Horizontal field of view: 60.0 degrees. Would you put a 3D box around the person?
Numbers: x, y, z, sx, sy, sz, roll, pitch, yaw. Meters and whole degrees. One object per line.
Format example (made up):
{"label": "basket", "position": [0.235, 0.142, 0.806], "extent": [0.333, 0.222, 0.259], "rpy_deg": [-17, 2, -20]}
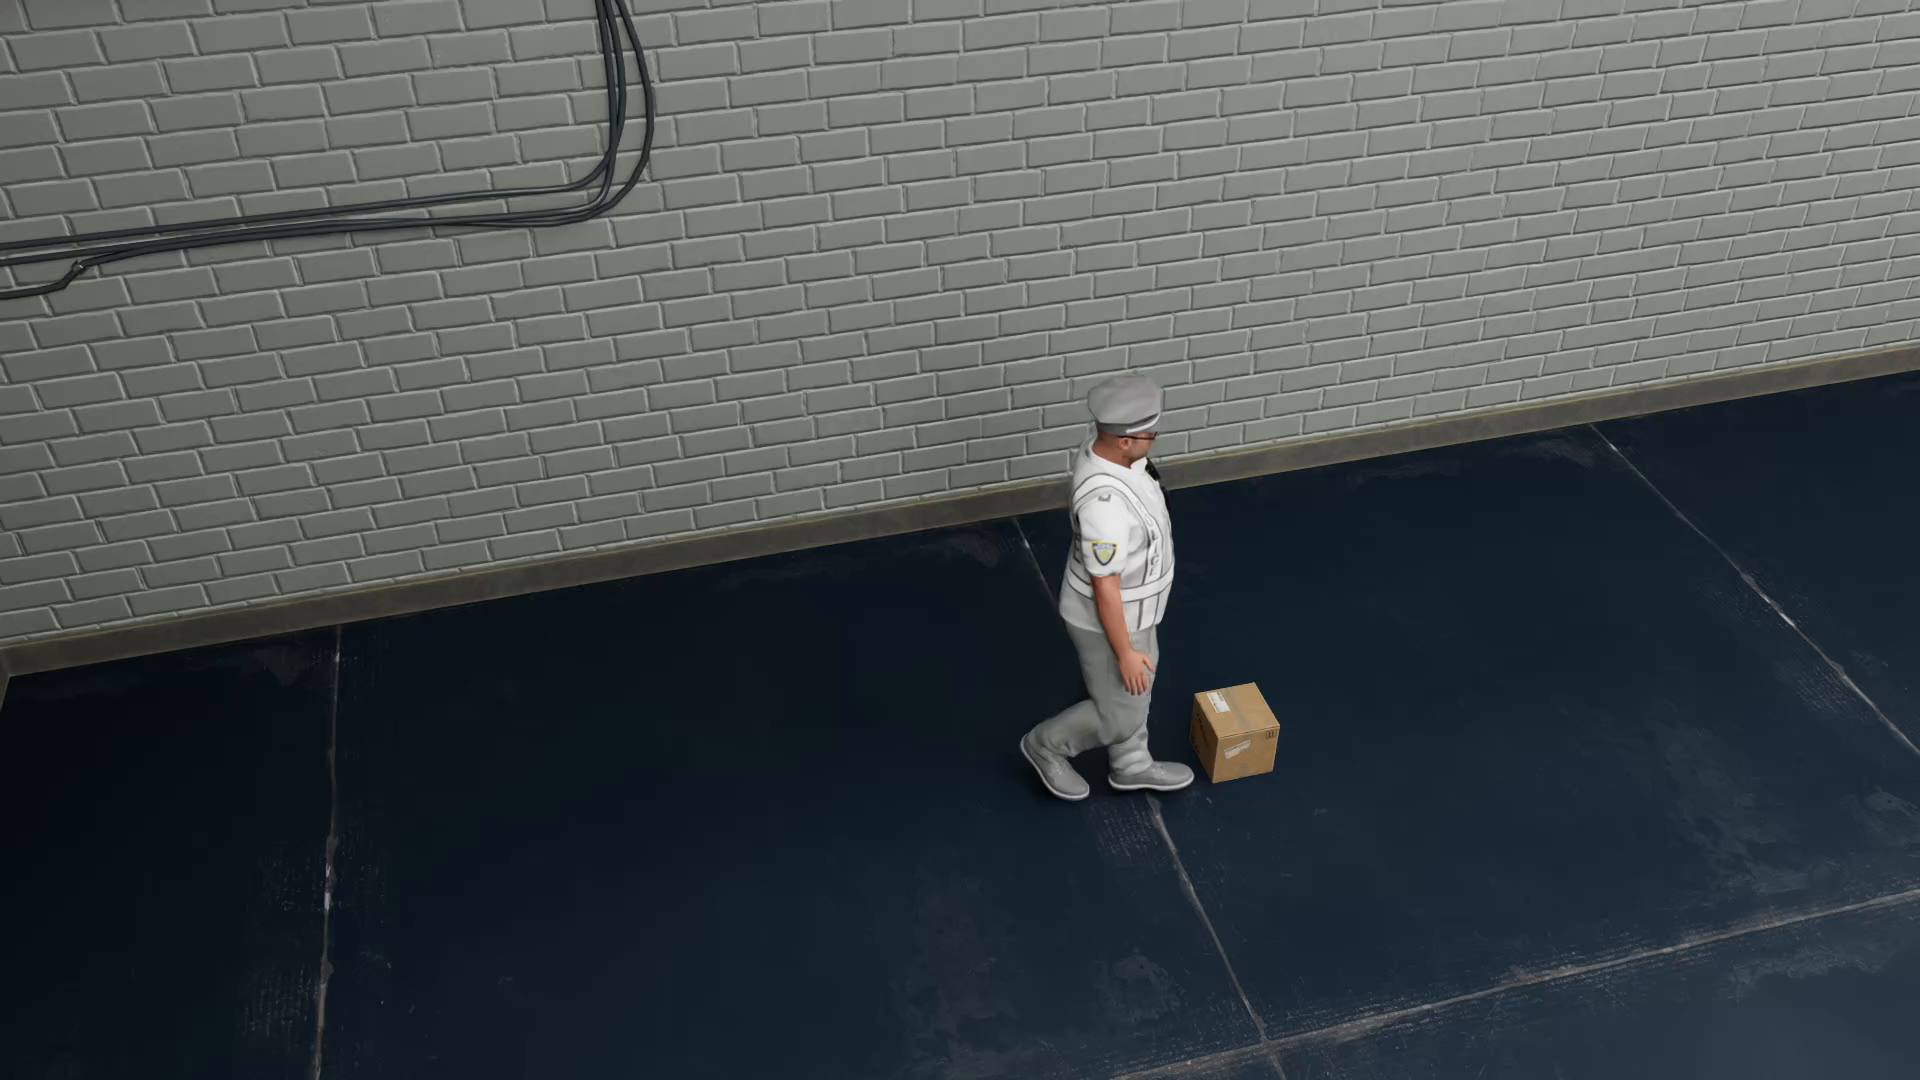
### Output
{"label": "person", "position": [0.555, 0.239, 5.822], "extent": [0.662, 1.744, 0.608], "rpy_deg": [6, 38, 8]}
